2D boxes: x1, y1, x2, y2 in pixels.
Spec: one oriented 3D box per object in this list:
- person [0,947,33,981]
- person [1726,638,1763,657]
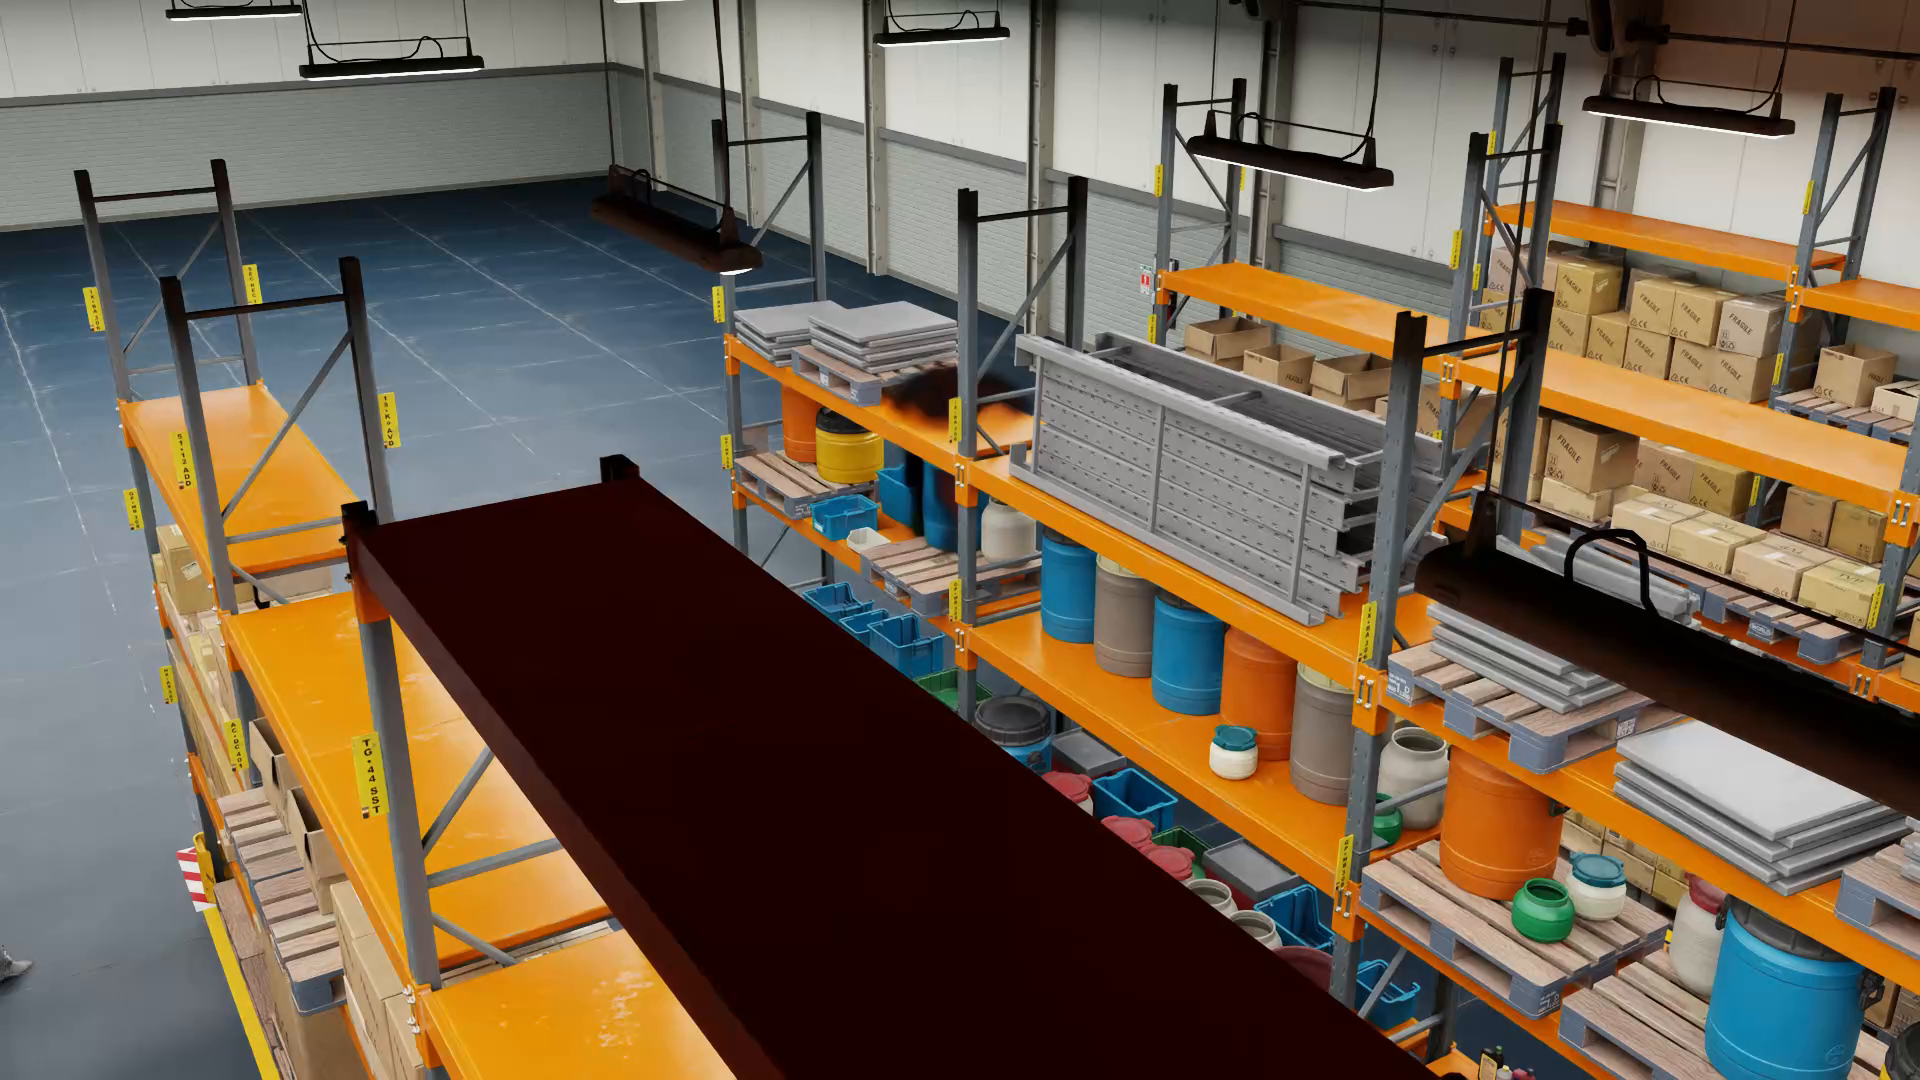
[{"bbox_3d":[-7.642,2.606,12.547,0.632,1.776,0.601,5,22,12],"label":"person"},{"bbox_3d":[7.324,1.378,15.610,0.495,1.735,0.923,-14,26,-32],"label":"person"}]
